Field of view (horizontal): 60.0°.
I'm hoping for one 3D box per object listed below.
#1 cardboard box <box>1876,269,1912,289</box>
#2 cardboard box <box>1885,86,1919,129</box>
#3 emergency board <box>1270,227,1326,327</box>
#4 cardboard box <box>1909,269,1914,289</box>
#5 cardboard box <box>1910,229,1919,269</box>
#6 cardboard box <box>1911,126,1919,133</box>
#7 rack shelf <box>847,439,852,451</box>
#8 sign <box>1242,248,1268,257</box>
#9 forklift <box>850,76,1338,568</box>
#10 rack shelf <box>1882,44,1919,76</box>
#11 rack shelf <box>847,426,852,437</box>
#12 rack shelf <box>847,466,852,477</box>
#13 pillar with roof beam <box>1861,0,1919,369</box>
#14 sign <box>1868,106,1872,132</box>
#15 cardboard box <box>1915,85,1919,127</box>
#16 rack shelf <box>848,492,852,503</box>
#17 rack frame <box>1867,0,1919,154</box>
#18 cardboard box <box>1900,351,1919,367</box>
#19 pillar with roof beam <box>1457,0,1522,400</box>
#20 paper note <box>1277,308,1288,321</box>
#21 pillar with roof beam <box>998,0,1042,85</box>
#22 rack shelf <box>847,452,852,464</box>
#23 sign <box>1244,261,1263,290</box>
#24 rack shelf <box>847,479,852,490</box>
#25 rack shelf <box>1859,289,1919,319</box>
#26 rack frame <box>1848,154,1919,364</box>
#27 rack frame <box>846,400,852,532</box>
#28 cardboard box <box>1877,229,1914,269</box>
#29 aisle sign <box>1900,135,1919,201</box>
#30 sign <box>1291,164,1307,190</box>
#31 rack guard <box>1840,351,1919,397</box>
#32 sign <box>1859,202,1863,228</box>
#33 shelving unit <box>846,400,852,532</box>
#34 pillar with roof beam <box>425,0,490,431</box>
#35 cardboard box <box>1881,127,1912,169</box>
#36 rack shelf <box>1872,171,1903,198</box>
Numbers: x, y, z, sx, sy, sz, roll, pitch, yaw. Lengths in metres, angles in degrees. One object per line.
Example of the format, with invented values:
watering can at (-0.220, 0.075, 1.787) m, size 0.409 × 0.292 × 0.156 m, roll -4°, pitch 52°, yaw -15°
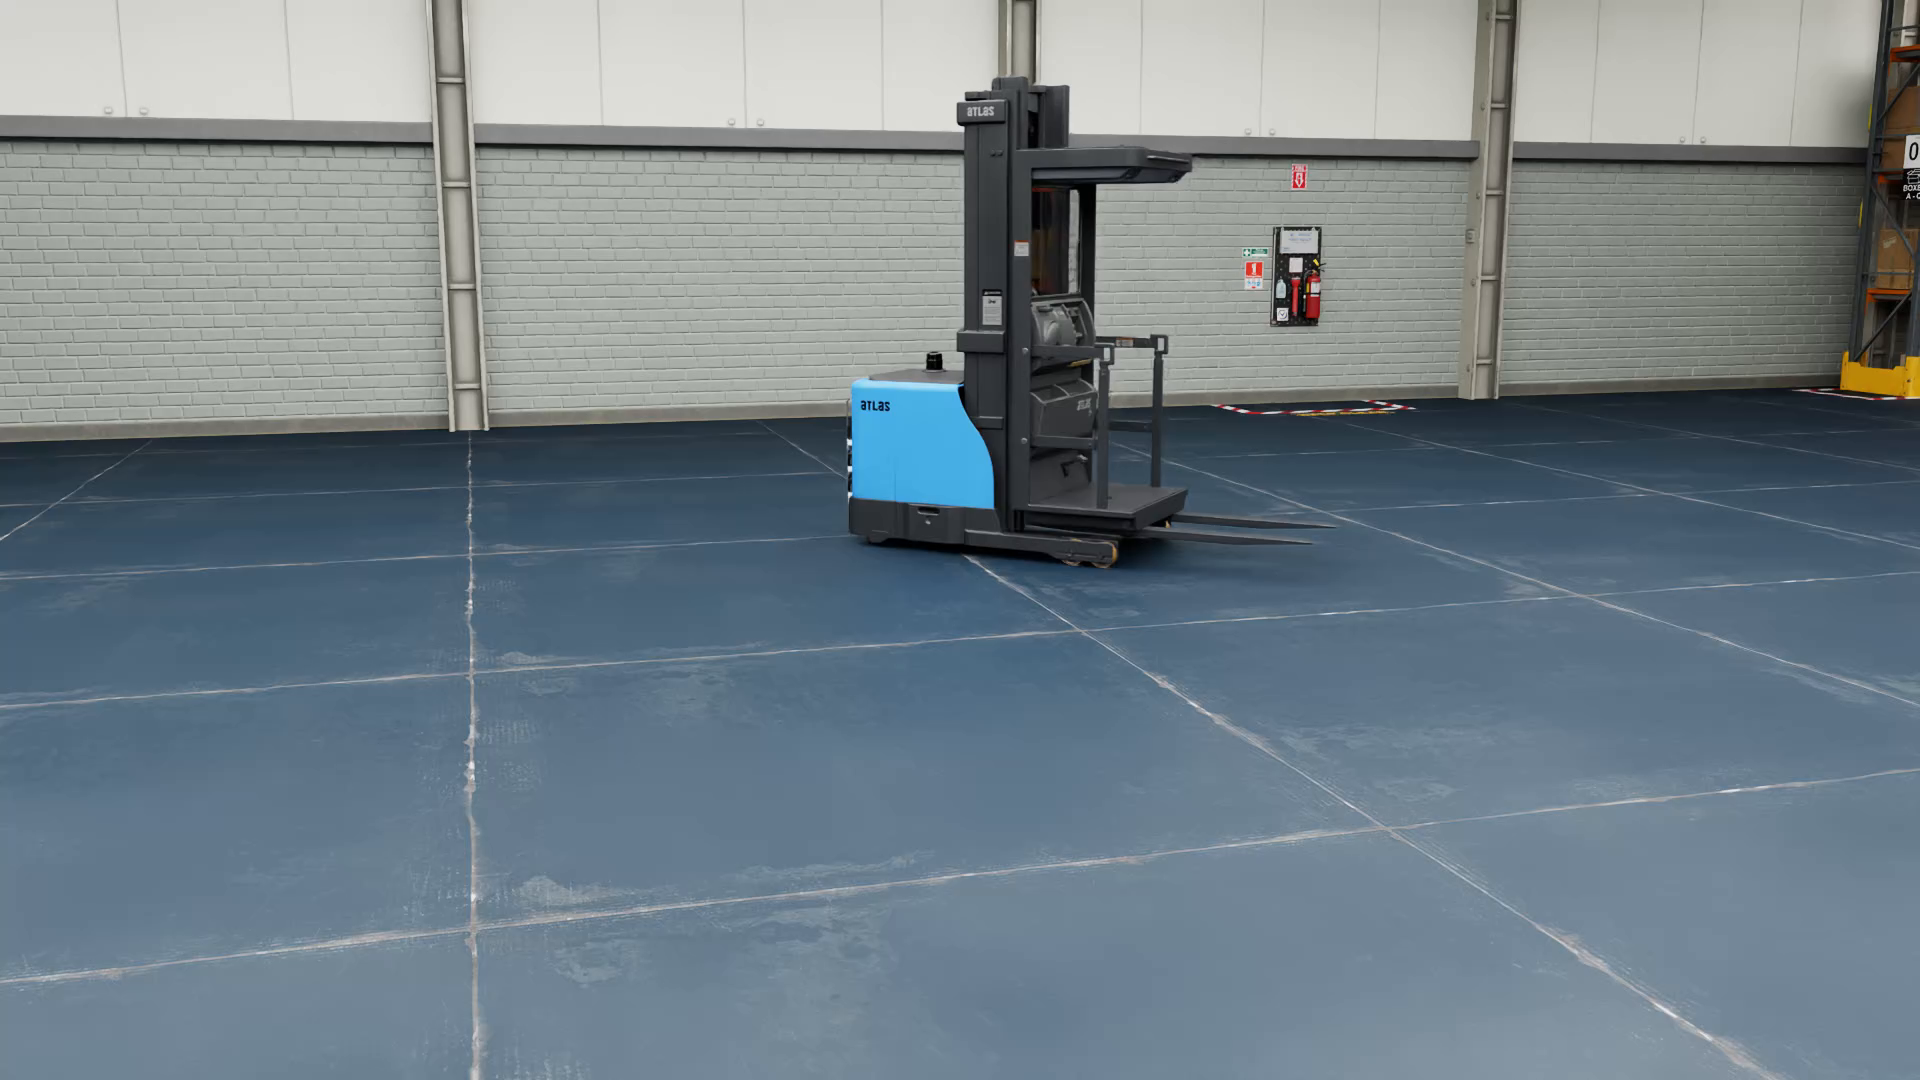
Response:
cardboard box at (12.140, -3.347, 21.302) m, size 0.500 × 0.250 × 0.500 m, roll -3°, pitch 11°, yaw -15°
cardboard box at (12.086, -5.447, 20.971) m, size 0.500 × 0.500 × 0.500 m, roll -3°, pitch 11°, yaw -13°
emergency board at (4.031, -3.117, 19.695) m, size 0.643 × 1.169 × 0.194 m, roll -3°, pitch 11°, yaw -16°
cardboard box at (12.302, -3.259, 20.825) m, size 0.500 × 0.250 × 0.500 m, roll -3°, pitch 11°, yaw -18°
cardboard box at (12.287, -3.630, 20.770) m, size 0.500 × 0.500 × 0.500 m, roll -3°, pitch 11°, yaw -16°
cardboard box at (12.136, -4.861, 20.552) m, size 0.500 × 0.500 × 0.500 m, roll -3°, pitch 11°, yaw -14°
rack shelf at (-0.619, -0.655, 11.308) m, size 0.200 × 0.077 × 0.258 m, roll 5°, pitch 12°, yaw 25°
sign at (3.478, -3.384, 19.582) m, size 0.331 × 0.109 × 0.001 m, roll -3°, pitch 11°, yaw -16°
forklift at (0.837, -1.378, 10.439) m, size 3.031 × 2.935 × 1.130 m, roll 5°, pitch 12°, yaw 25°
rack shelf at (13.665, -6.050, 21.051) m, size 4.000 × 0.370 × 1.077 m, roll -3°, pitch 11°, yaw -16°
rack shelf at (-0.619, -0.743, 11.292) m, size 0.200 × 0.077 × 0.258 m, roll 5°, pitch 12°, yaw 25°
rack shelf at (-0.619, -0.478, 11.341) m, size 0.200 × 0.077 × 0.258 m, roll 5°, pitch 12°, yaw 25°
pillar with roof beam at (13.379, -5.742, 17.380) m, size 0.400 × 9.000 × 9.100 m, roll -3°, pitch 11°, yaw -16°
sign at (11.609, -5.362, 21.156) m, size 0.005 × 0.325 × 0.100 m, roll -3°, pitch 11°, yaw -16°
cardboard box at (12.183, -5.357, 20.482) m, size 0.500 × 0.500 × 0.500 m, roll -4°, pitch 11°, yaw -20°
rack shelf at (-0.619, -0.301, 11.374) m, size 0.200 × 0.077 × 0.258 m, roll 5°, pitch 12°, yaw 25°
rack frame at (11.745, -6.304, 20.435) m, size 0.127 × 3.000 × 1.000 m, roll -3°, pitch 11°, yaw -16°
cardboard box at (12.435, -2.267, 21.287) m, size 0.500 × 0.311 × 0.500 m, roll -4°, pitch 11°, yaw -22°
pillar with roof beam at (7.618, -5.438, 15.730) m, size 0.400 × 9.000 × 9.100 m, roll -3°, pitch 11°, yaw -16°
paper note at (3.842, -2.687, 19.792) m, size 0.142 × 0.148 × 0.016 m, roll -3°, pitch 11°, yaw -16°
pillar with roof beam at (1.857, -5.134, 14.081) m, size 0.400 × 9.000 × 9.100 m, roll -3°, pitch 11°, yaw -16°
rack shelf at (-0.619, -0.566, 11.325) m, size 0.200 × 0.077 × 0.258 m, roll 5°, pitch 12°, yaw 25°
sign at (3.471, -3.125, 19.637) m, size 0.234 × 0.329 × 0.001 m, roll -3°, pitch 11°, yaw -16°
rack shelf at (-0.619, -0.389, 11.357) m, size 0.200 × 0.077 × 0.258 m, roll 5°, pitch 12°, yaw 25°
rack shelf at (13.665, -3.101, 21.594) m, size 4.000 × 0.370 × 1.077 m, roll -3°, pitch 11°, yaw -16°
rack frame at (11.745, -3.354, 20.979) m, size 0.127 × 3.000 × 1.000 m, roll -3°, pitch 11°, yaw -16°
rack frame at (-0.710, -0.519, 11.378) m, size 0.006 × 0.900 × 0.240 m, roll 5°, pitch 12°, yaw 25°
cardboard box at (12.138, -3.719, 21.253) m, size 0.500 × 0.500 × 0.500 m, roll -3°, pitch 11°, yaw -17°
aisle sign at (11.760, -4.576, 20.440) m, size 0.004 × 0.787 × 0.394 m, roll -3°, pitch 11°, yaw -16°
sign at (3.996, -4.274, 19.577) m, size 0.199 × 0.298 × 0.001 m, roll -3°, pitch 11°, yaw -16°
rack guard at (11.818, -2.128, 21.226) m, size 0.348 × 0.500 × 1.175 m, roll -3°, pitch 11°, yaw -16°
sign at (11.609, -4.176, 21.375) m, size 0.005 × 0.325 × 0.100 m, roll -3°, pitch 11°, yaw -16°
shelving unit at (-0.619, -0.511, 11.335) m, size 0.210 × 0.900 × 0.258 m, roll 5°, pitch 12°, yaw 25°
pillar with roof beam at (-3.904, -4.831, 12.432) m, size 0.400 × 9.000 × 9.100 m, roll -3°, pitch 11°, yaw -16°
cardboard box at (12.075, -4.953, 21.050) m, size 0.500 × 0.500 × 0.500 m, roll -2°, pitch 11°, yaw -12°
rack shelf at (13.665, -4.576, 21.322) m, size 4.000 × 0.370 × 1.077 m, roll -3°, pitch 11°, yaw -16°
